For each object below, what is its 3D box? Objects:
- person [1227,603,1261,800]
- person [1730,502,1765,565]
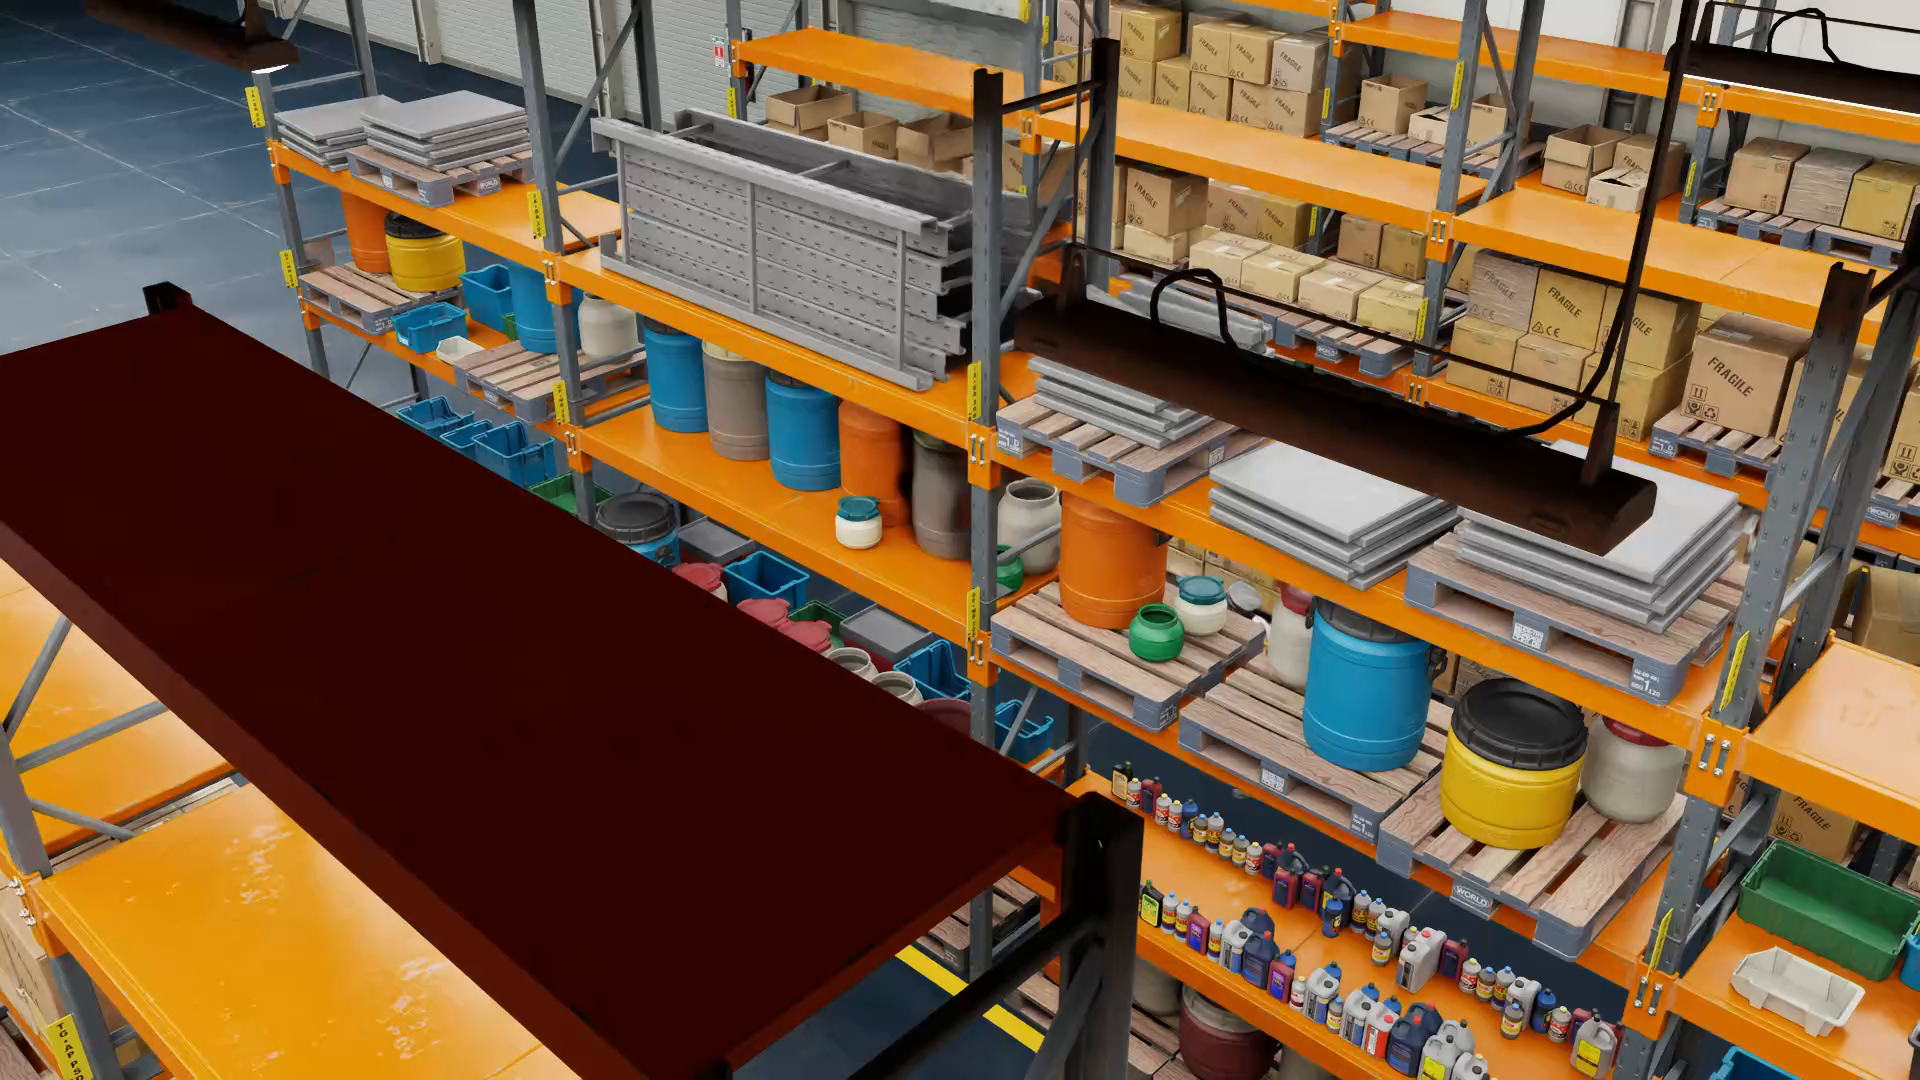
[{"bbox_3d":[1.939,1.073,12.002,0.817,1.679,0.360,24,37,36],"label":"person"},{"bbox_3d":[6.716,0.002,14.298,0.839,1.641,0.660,22,36,34],"label":"person"}]
